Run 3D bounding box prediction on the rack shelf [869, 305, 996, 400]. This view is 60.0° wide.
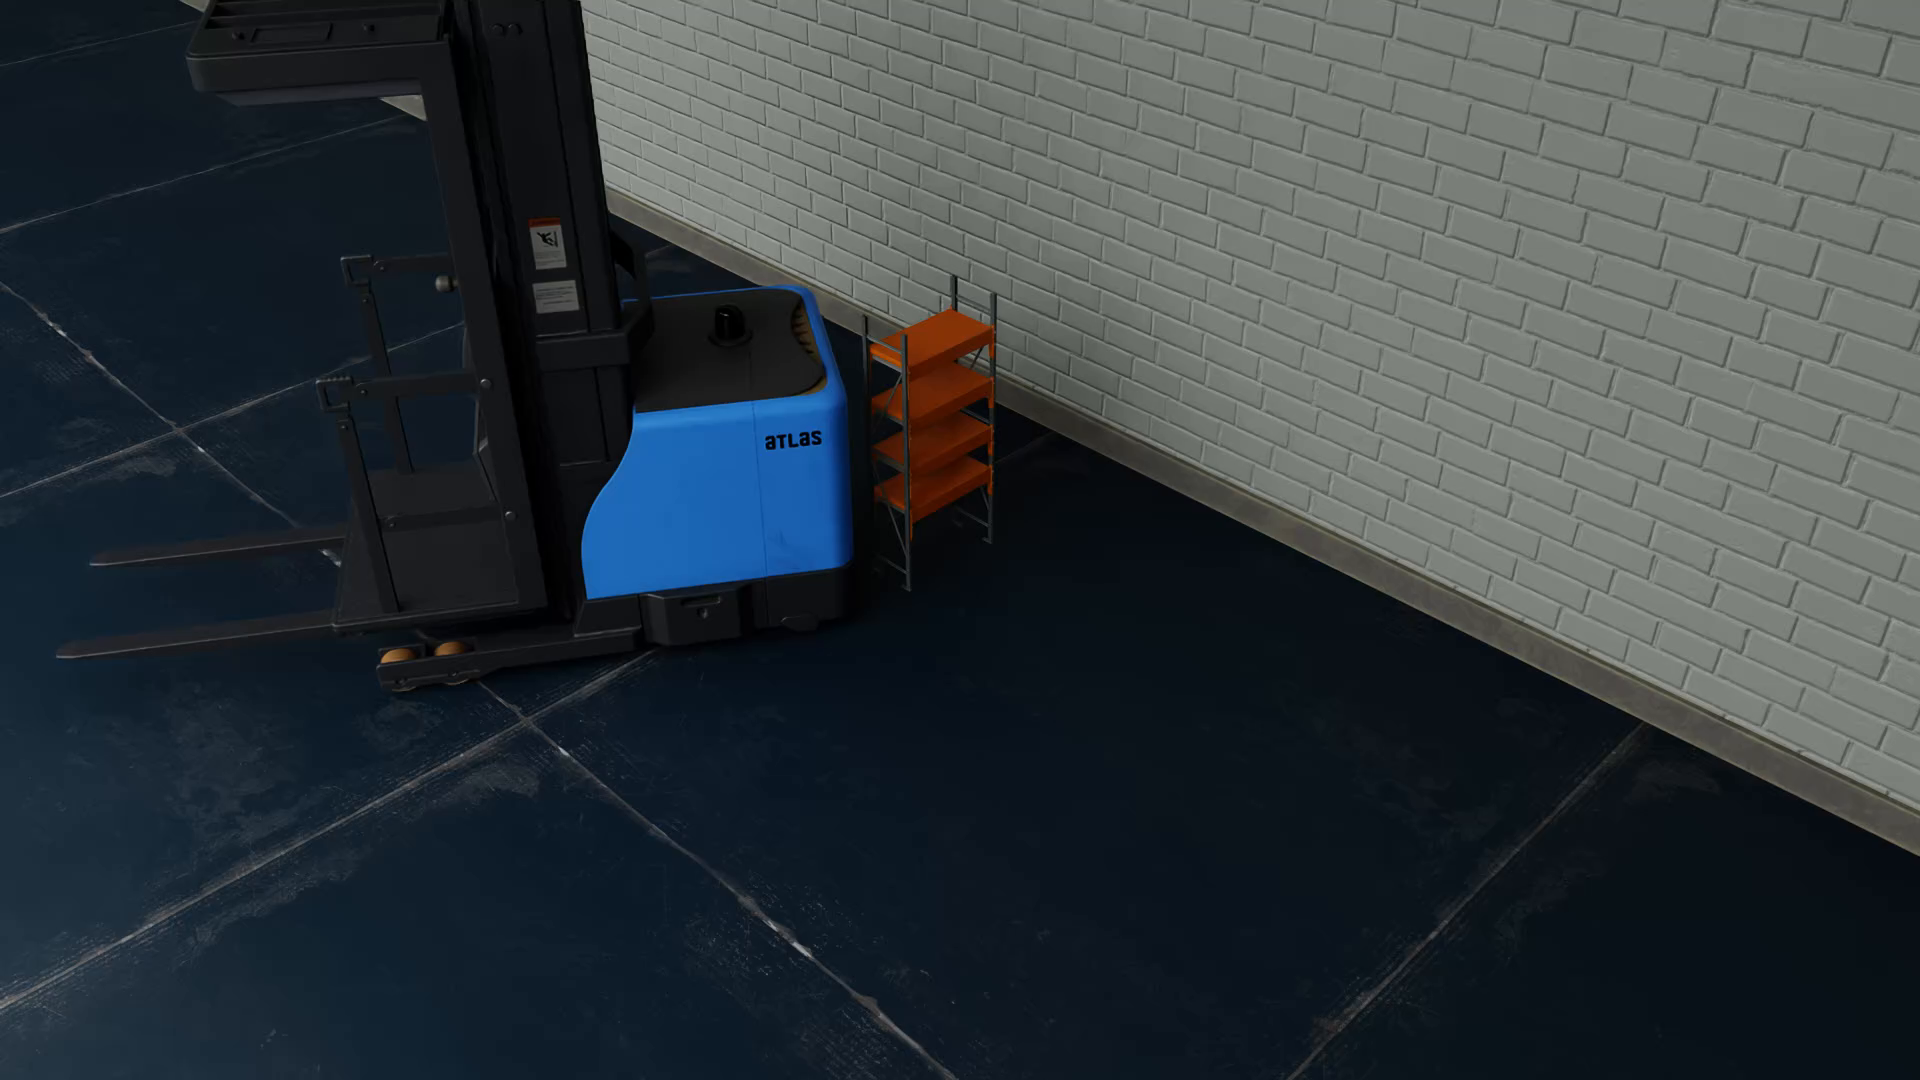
[{"bbox_3d":[-0.117,-0.747,6.586,0.258,0.148,0.480,30,45,35],"label":"rack shelf"}]

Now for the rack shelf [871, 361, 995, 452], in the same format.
[{"bbox_3d":[-0.117,-0.553,6.721,0.258,0.148,0.480,30,45,35],"label":"rack shelf"}]

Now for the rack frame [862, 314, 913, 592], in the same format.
[{"bbox_3d":[-0.289,-0.326,6.668,0.240,1.200,0.015,30,45,35],"label":"rack frame"}]

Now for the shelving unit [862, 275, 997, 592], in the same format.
[{"bbox_3d":[-0.117,-0.425,6.810,0.258,1.200,0.503,30,45,35],"label":"shelving unit"}]

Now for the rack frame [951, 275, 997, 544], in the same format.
[{"bbox_3d":[0.055,-0.524,6.952,0.240,1.200,0.015,30,45,35],"label":"rack frame"}]

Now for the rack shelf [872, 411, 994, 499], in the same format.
[{"bbox_3d":[-0.117,-0.370,6.849,0.258,0.148,0.480,30,45,35],"label":"rack shelf"}]

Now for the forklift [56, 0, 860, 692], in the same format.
[{"bbox_3d":[-1.980,-0.949,6.049,3.031,2.935,1.130,-7,36,-10],"label":"forklift"}]

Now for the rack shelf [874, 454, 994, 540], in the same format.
[{"bbox_3d":[-0.117,-0.207,6.963,0.258,0.148,0.480,30,45,35],"label":"rack shelf"}]
